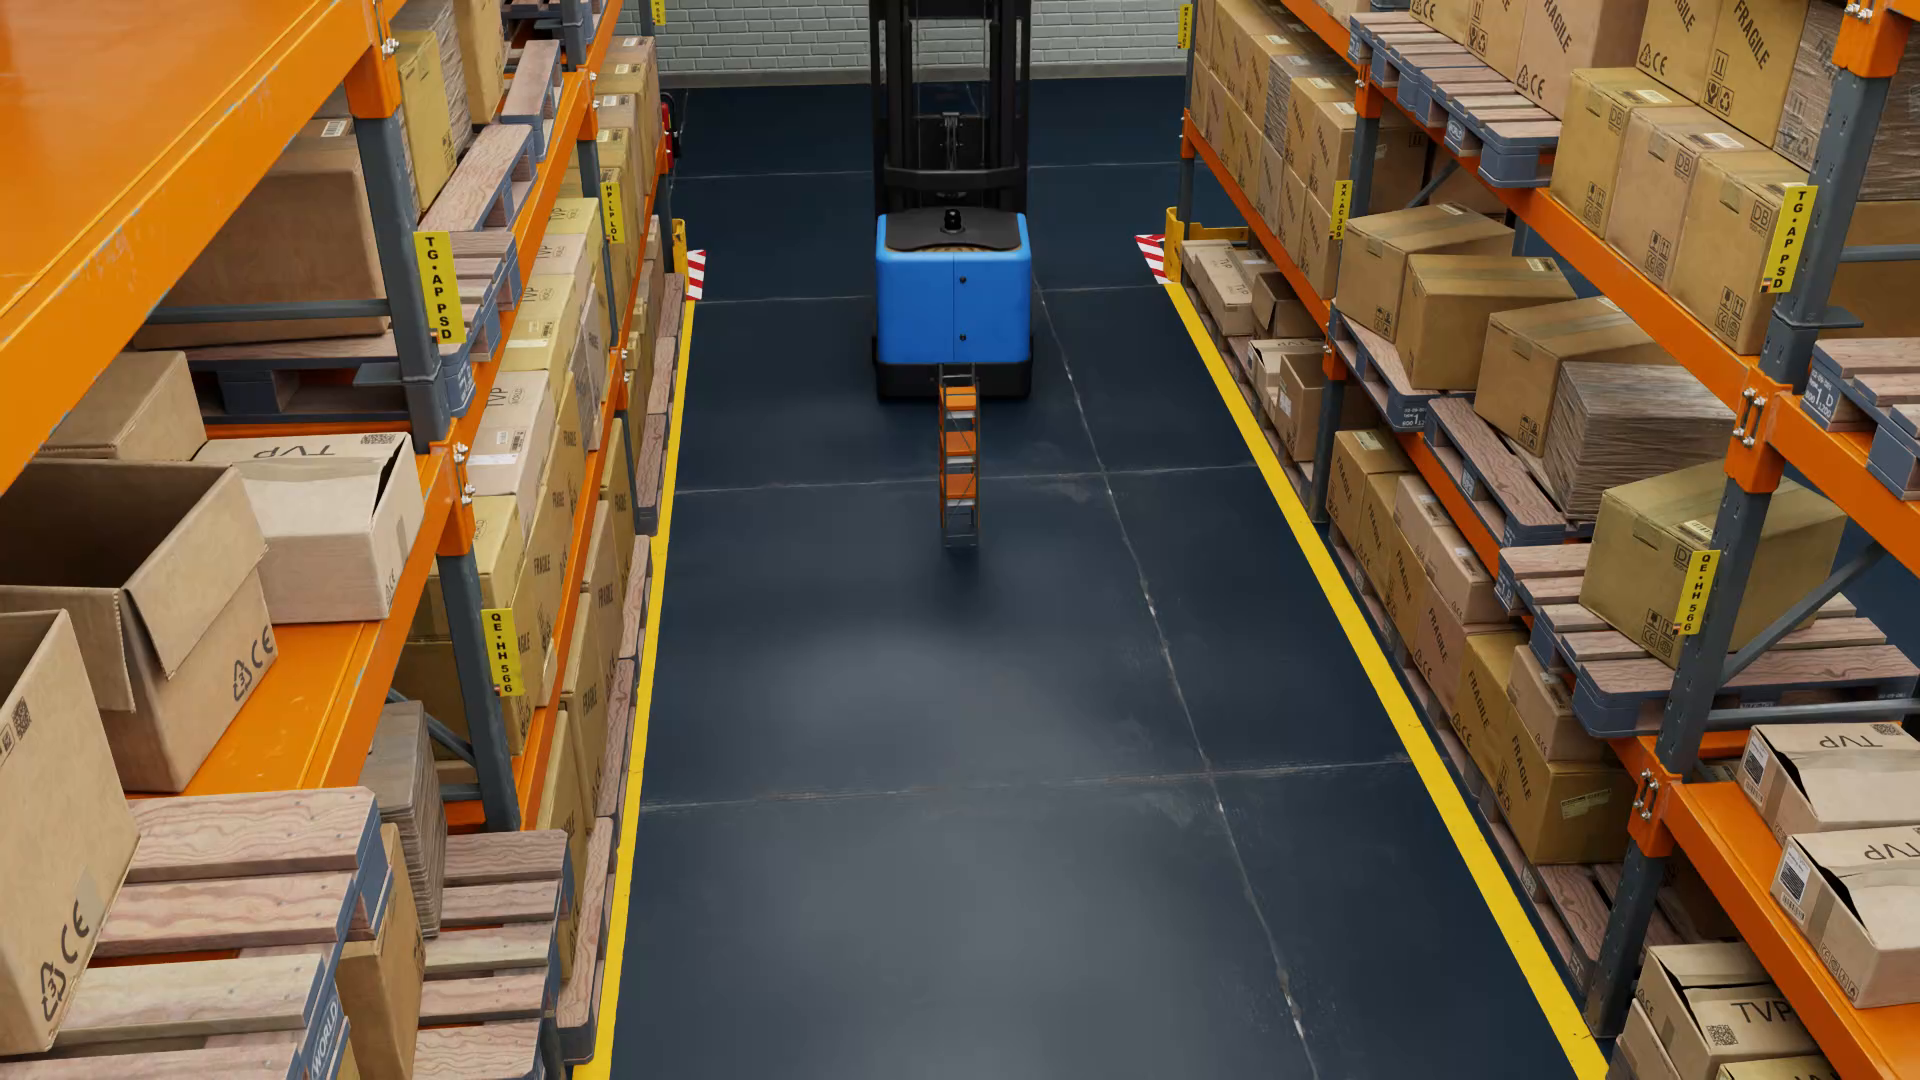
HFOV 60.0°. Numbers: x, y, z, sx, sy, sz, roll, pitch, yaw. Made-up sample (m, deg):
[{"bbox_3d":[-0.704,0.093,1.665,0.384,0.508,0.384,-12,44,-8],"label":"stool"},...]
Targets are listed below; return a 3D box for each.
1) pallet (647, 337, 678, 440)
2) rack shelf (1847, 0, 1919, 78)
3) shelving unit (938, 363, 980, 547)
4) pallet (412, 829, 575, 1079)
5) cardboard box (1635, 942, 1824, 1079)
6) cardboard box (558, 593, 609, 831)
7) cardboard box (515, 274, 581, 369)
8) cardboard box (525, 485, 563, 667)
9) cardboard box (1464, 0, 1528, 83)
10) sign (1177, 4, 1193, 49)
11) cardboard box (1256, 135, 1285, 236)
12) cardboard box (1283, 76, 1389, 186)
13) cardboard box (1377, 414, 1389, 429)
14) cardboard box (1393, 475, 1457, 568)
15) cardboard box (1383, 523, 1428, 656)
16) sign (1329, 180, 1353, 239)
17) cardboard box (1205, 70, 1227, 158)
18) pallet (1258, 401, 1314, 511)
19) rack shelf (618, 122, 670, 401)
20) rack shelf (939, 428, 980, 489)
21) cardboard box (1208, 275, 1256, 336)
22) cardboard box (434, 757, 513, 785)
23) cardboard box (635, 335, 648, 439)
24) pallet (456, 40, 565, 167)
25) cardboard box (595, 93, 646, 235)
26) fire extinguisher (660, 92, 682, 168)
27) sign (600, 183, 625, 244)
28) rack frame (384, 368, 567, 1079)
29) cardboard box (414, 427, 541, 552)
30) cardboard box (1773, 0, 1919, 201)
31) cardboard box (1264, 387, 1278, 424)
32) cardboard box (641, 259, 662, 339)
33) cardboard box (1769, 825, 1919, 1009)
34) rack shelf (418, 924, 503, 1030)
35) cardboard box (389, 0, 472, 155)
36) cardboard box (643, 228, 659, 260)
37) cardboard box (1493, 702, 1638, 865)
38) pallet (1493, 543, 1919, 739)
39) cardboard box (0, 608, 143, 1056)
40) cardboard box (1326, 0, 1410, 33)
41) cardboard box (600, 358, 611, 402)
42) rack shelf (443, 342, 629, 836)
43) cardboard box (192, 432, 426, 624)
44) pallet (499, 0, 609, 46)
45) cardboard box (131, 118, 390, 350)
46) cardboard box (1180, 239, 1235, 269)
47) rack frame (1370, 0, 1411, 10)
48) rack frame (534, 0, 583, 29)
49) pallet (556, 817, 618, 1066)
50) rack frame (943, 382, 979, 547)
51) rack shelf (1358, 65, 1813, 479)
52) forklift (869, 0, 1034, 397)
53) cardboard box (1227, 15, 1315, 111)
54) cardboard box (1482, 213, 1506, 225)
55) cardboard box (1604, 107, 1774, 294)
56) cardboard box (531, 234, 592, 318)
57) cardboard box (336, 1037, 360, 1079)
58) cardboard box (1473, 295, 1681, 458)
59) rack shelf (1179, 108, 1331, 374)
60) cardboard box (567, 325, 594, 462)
[{"bbox_3d":[-2.449,-1.014,11.243,1.003,0.211,1.213,-3,31,-5],"label":"pallet"},{"bbox_3d":[3.154,-0.466,2.847,1.077,0.370,4.000,-3,31,-5],"label":"rack shelf"},{"bbox_3d":[-0.005,-0.478,9.527,0.215,1.050,0.252,-3,31,-5],"label":"shelving unit"},{"bbox_3d":[-1.792,1.288,4.856,1.213,0.211,1.003,-3,31,-5],"label":"pallet"},{"bbox_3d":[2.723,1.649,5.790,0.500,0.311,0.500,-2,31,-3],"label":"cardboard box"},{"bbox_3d":[-1.978,0.760,7.239,0.750,0.750,0.750,-3,31,-5],"label":"cardboard box"},{"bbox_3d":[-1.954,-0.948,7.274,0.500,0.250,0.500,-2,31,-4],"label":"cardboard box"},{"bbox_3d":[-1.795,0.140,6.184,0.500,0.500,0.500,-2,31,-3],"label":"cardboard box"},{"bbox_3d":[2.652,-2.388,7.292,0.600,0.600,0.600,-3,31,-5],"label":"cardboard box"},{"bbox_3d":[1.679,-3.822,12.380,0.100,0.325,0.005,-3,31,-5],"label":"sign"},{"bbox_3d":[2.191,-2.246,10.487,0.500,0.500,0.500,-2,31,-3],"label":"cardboard box"},{"bbox_3d":[2.237,-2.414,9.794,0.500,0.500,0.500,-3,31,-6],"label":"cardboard box"},{"bbox_3d":[2.769,-0.694,10.179,0.500,0.311,0.500,-3,31,-5],"label":"cardboard box"},{"bbox_3d":[2.489,-0.103,8.275,0.500,0.250,0.500,-3,31,-4],"label":"cardboard box"},{"bbox_3d":[2.496,0.236,8.439,0.500,0.500,0.500,-2,31,-4],"label":"cardboard box"},{"bbox_3d":[2.054,-1.776,8.954,0.100,0.325,0.005,-3,31,-5],"label":"sign"},{"bbox_3d":[2.052,-3.017,11.779,0.500,0.500,0.500,-3,31,-5],"label":"cardboard box"},{"bbox_3d":[2.530,-0.588,10.529,1.003,0.211,1.213,-3,31,-5],"label":"pallet"},{"bbox_3d":[-2.525,-1.908,10.720,1.077,0.370,4.000,-3,31,-5],"label":"rack shelf"},{"bbox_3d":[-0.005,-0.469,9.532,0.215,0.259,0.240,-3,31,-5],"label":"rack shelf"},{"bbox_3d":[2.081,-1.683,11.896,0.500,0.250,0.500,-3,31,-5],"label":"cardboard box"},{"bbox_3d":[-1.765,0.767,5.766,0.380,0.149,0.250,-3,31,-5],"label":"cardboard box"},{"bbox_3d":[-2.350,-0.946,10.436,0.700,0.500,0.500,-3,31,-5],"label":"cardboard box"},{"bbox_3d":[-2.204,-1.935,7.326,0.805,0.209,1.217,-4,31,-7],"label":"pallet"},{"bbox_3d":[-2.514,-2.346,10.460,0.980,0.700,0.700,-4,31,-7],"label":"cardboard box"},{"bbox_3d":[-2.267,-3.143,12.526,0.296,0.674,0.183,-3,31,-5],"label":"fire extinguisher"},{"bbox_3d":[-1.799,-1.689,8.601,0.100,0.325,0.005,-3,31,-5],"label":"sign"},{"bbox_3d":[-1.965,0.847,5.407,1.000,3.000,0.127,-3,31,-5],"label":"rack frame"},{"bbox_3d":[-1.802,-0.173,5.976,0.500,0.250,0.500,-3,31,-5],"label":"cardboard box"},{"bbox_3d":[2.932,-1.375,5.130,0.500,0.500,0.500,-3,31,-5],"label":"cardboard box"},{"bbox_3d":[2.163,-0.865,10.625,0.380,0.149,0.250,-3,31,-5],"label":"cardboard box"},{"bbox_3d":[-2.501,-1.737,11.760,0.700,0.500,0.500,-3,31,-5],"label":"cardboard box"},{"bbox_3d":[2.858,1.112,5.050,0.500,0.311,0.500,-3,31,-5],"label":"cardboard box"},{"bbox_3d":[-1.778,2.177,3.882,1.077,0.370,4.000,-3,31,-5],"label":"rack shelf"},{"bbox_3d":[-2.266,-1.720,6.253,0.700,0.500,0.500,-3,31,-5],"label":"cardboard box"},{"bbox_3d":[-2.329,-2.083,11.708,0.380,0.149,0.250,-2,31,-3],"label":"cardboard box"},{"bbox_3d":[2.646,1.026,7.116,0.500,0.500,0.500,-2,31,-3],"label":"cardboard box"},{"bbox_3d":[2.834,0.347,6.430,1.213,0.211,1.003,-3,31,-5],"label":"pallet"},{"bbox_3d":[-1.678,0.466,2.613,0.500,0.500,0.500,-4,31,-6],"label":"cardboard box"},{"bbox_3d":[2.283,-2.893,8.890,0.500,0.250,0.500,-3,31,-5],"label":"cardboard box"},{"bbox_3d":[-1.978,-0.809,8.405,0.380,0.149,0.250,-2,31,-4],"label":"cardboard box"},{"bbox_3d":[-2.152,0.135,7.301,1.077,0.370,4.000,-3,31,-5],"label":"rack shelf"},{"bbox_3d":[-1.629,-0.057,4.062,0.500,0.311,0.500,-3,31,-5],"label":"cardboard box"},{"bbox_3d":[-2.405,-2.863,8.780,1.003,0.211,1.213,-3,31,-5],"label":"pallet"},{"bbox_3d":[-2.067,-0.913,4.901,0.700,0.500,0.500,-5,31,-8],"label":"cardboard box"},{"bbox_3d":[1.916,-2.211,12.878,0.380,0.149,0.250,-3,31,-5],"label":"cardboard box"},{"bbox_3d":[2.593,-4.010,7.688,1.000,3.000,0.127,-3,31,-5],"label":"rack frame"},{"bbox_3d":[-2.339,-3.771,7.288,1.000,3.000,0.127,-3,31,-5],"label":"rack frame"},{"bbox_3d":[-1.964,1.638,6.802,1.003,0.211,1.213,-3,31,-5],"label":"pallet"},{"bbox_3d":[0.006,-0.416,9.422,0.200,1.050,0.008,-3,31,-5],"label":"rack frame"},{"bbox_3d":[2.780,-1.392,6.932,1.077,0.370,4.000,-3,31,-5],"label":"rack shelf"},{"bbox_3d":[-0.073,-2.946,11.823,1.130,2.935,3.031,-1,31,-1],"label":"forklift"},{"bbox_3d":[2.096,-3.188,11.089,0.500,0.500,0.500,-2,31,-4],"label":"cardboard box"},{"bbox_3d":[2.817,-1.751,9.658,0.500,0.500,0.500,-2,31,-3],"label":"cardboard box"},{"bbox_3d":[2.845,-1.205,5.819,0.910,0.500,0.500,-3,31,-5],"label":"cardboard box"},{"bbox_3d":[-2.002,-1.209,7.710,0.500,0.250,0.500,-2,31,-4],"label":"cardboard box"},{"bbox_3d":[-1.772,1.490,3.804,0.700,0.500,0.500,-3,31,-5],"label":"cardboard box"},{"bbox_3d":[2.820,-0.759,7.588,0.700,0.500,0.500,-11,32,-17],"label":"cardboard box"},{"bbox_3d":[2.406,-2.147,11.121,1.077,0.370,4.000,-3,31,-5],"label":"rack shelf"},{"bbox_3d":[-1.949,-0.634,7.479,0.500,0.500,0.500,-3,31,-4],"label":"cardboard box"}]
